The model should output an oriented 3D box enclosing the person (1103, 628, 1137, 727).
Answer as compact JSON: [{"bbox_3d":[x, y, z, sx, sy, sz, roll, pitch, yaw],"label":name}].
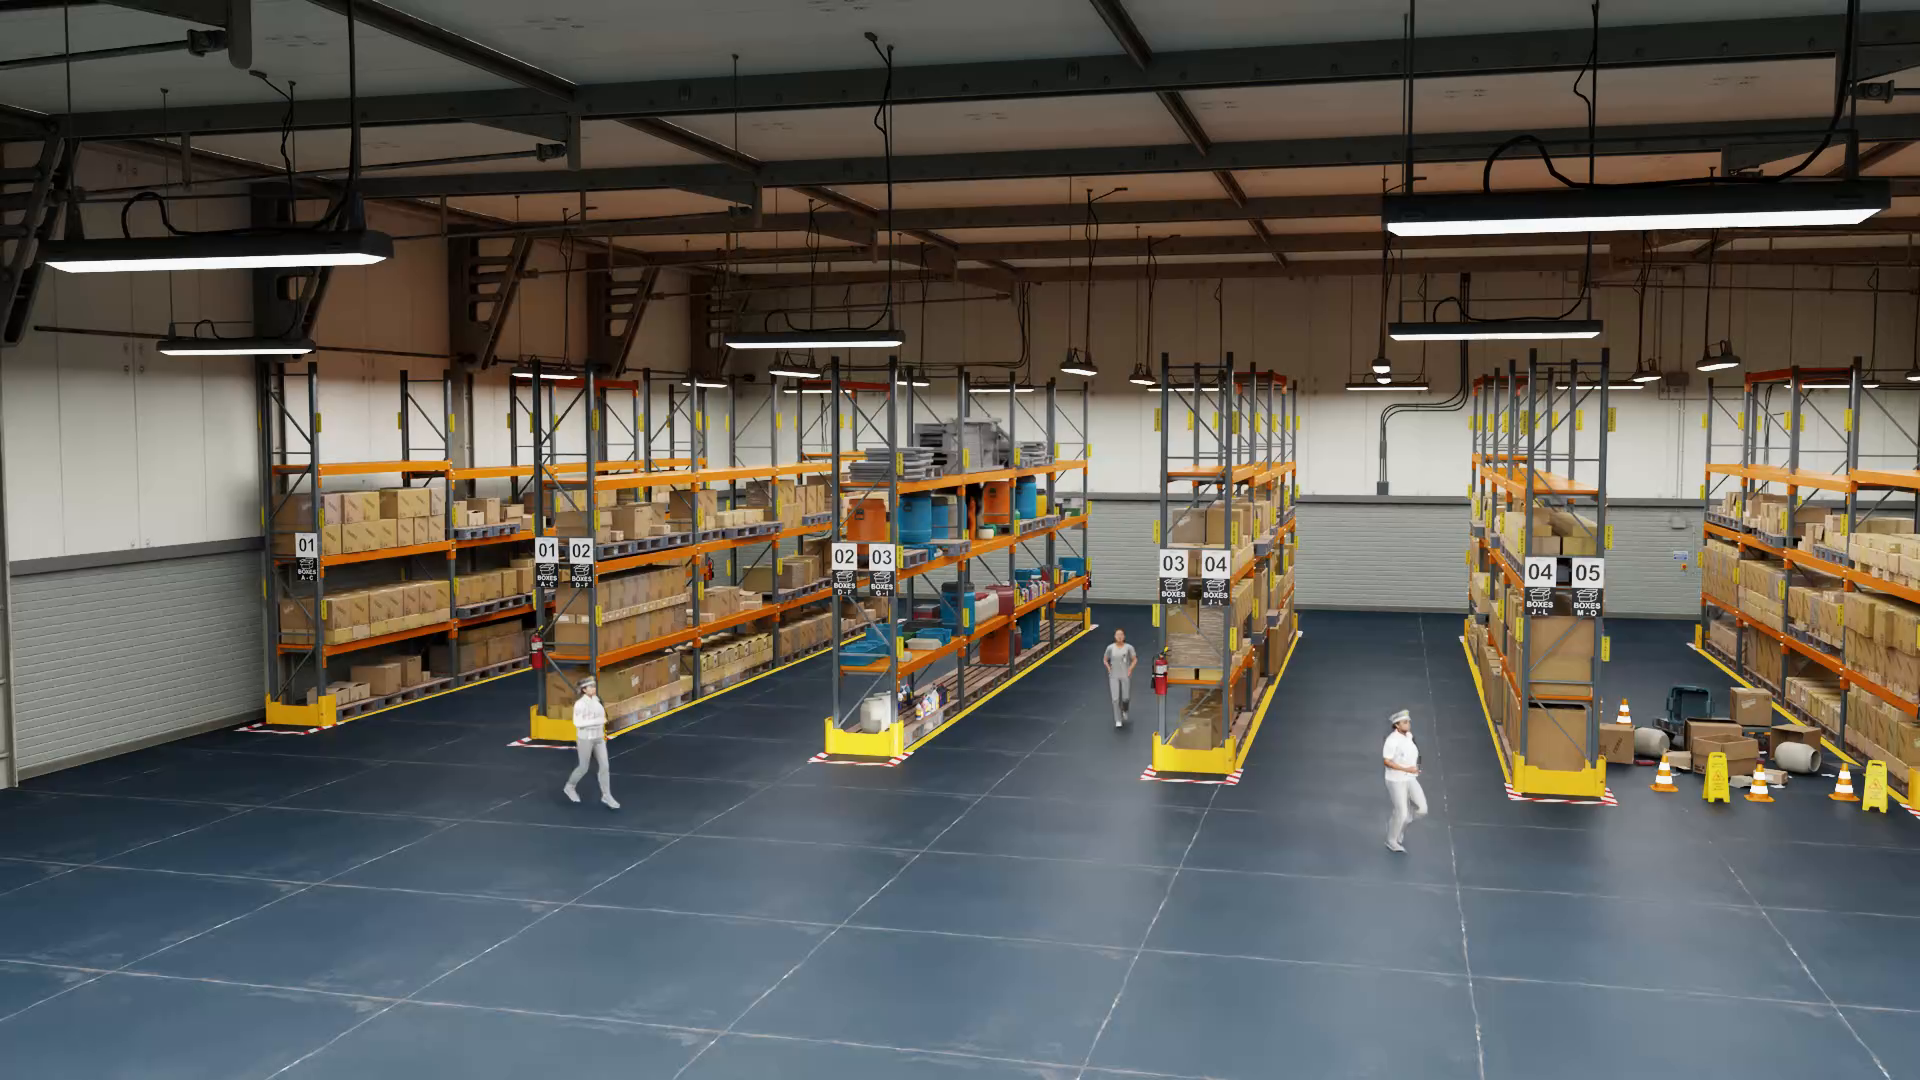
[{"bbox_3d":[2.632,2.260,27.422,0.561,1.620,0.584,1,4,8],"label":"person"}]

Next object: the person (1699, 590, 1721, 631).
[{"bbox_3d":[17.256,1.470,37.984,0.683,1.802,0.681,2,4,26],"label":"person"}]

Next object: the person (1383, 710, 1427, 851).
[{"bbox_3d":[5.200,2.804,19.388,0.624,1.671,0.518,-3,5,-38],"label":"person"}]

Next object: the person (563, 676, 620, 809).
[{"bbox_3d":[-4.808,2.610,21.639,0.854,1.713,0.605,2,5,31],"label":"person"}]
